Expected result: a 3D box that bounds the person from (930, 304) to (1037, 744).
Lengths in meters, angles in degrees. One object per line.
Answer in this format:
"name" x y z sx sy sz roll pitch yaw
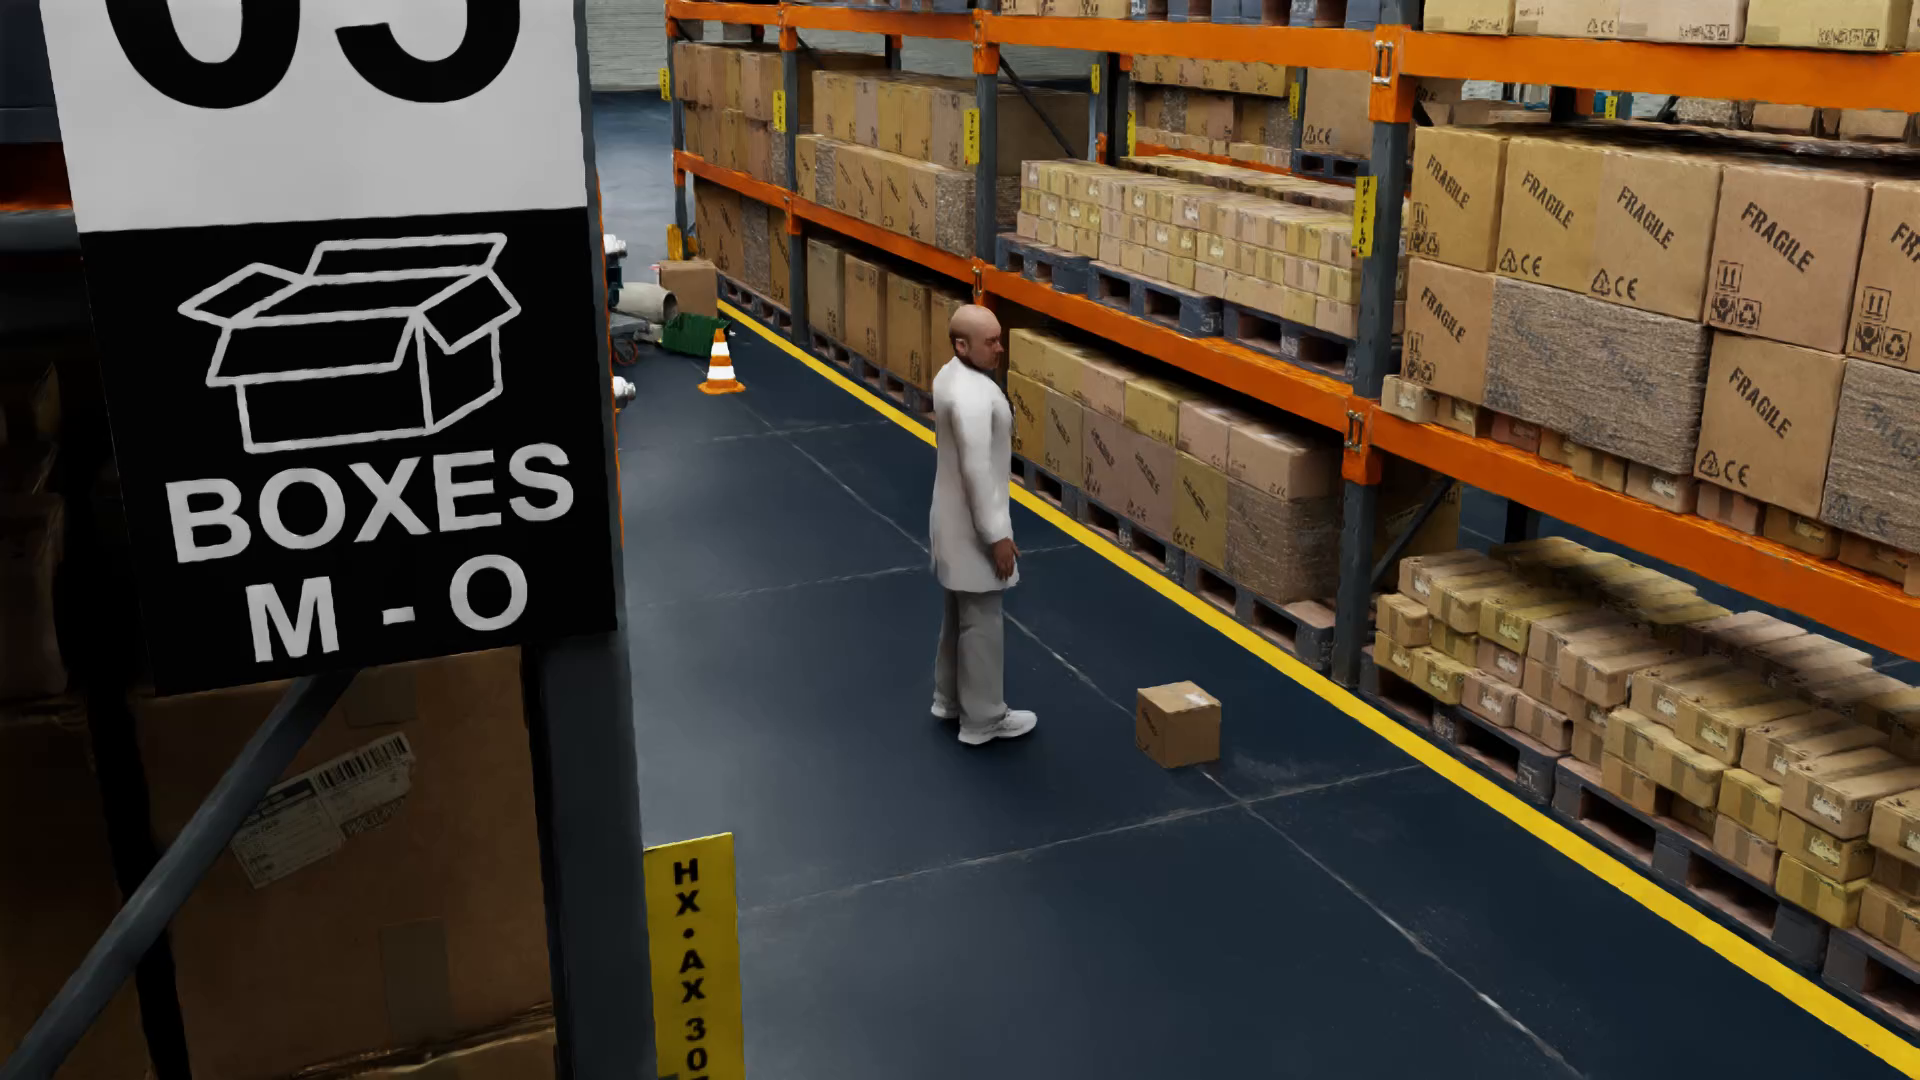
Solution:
"person" 0.104 -0.044 6.696 0.433 1.826 0.637 -3 19 -10
